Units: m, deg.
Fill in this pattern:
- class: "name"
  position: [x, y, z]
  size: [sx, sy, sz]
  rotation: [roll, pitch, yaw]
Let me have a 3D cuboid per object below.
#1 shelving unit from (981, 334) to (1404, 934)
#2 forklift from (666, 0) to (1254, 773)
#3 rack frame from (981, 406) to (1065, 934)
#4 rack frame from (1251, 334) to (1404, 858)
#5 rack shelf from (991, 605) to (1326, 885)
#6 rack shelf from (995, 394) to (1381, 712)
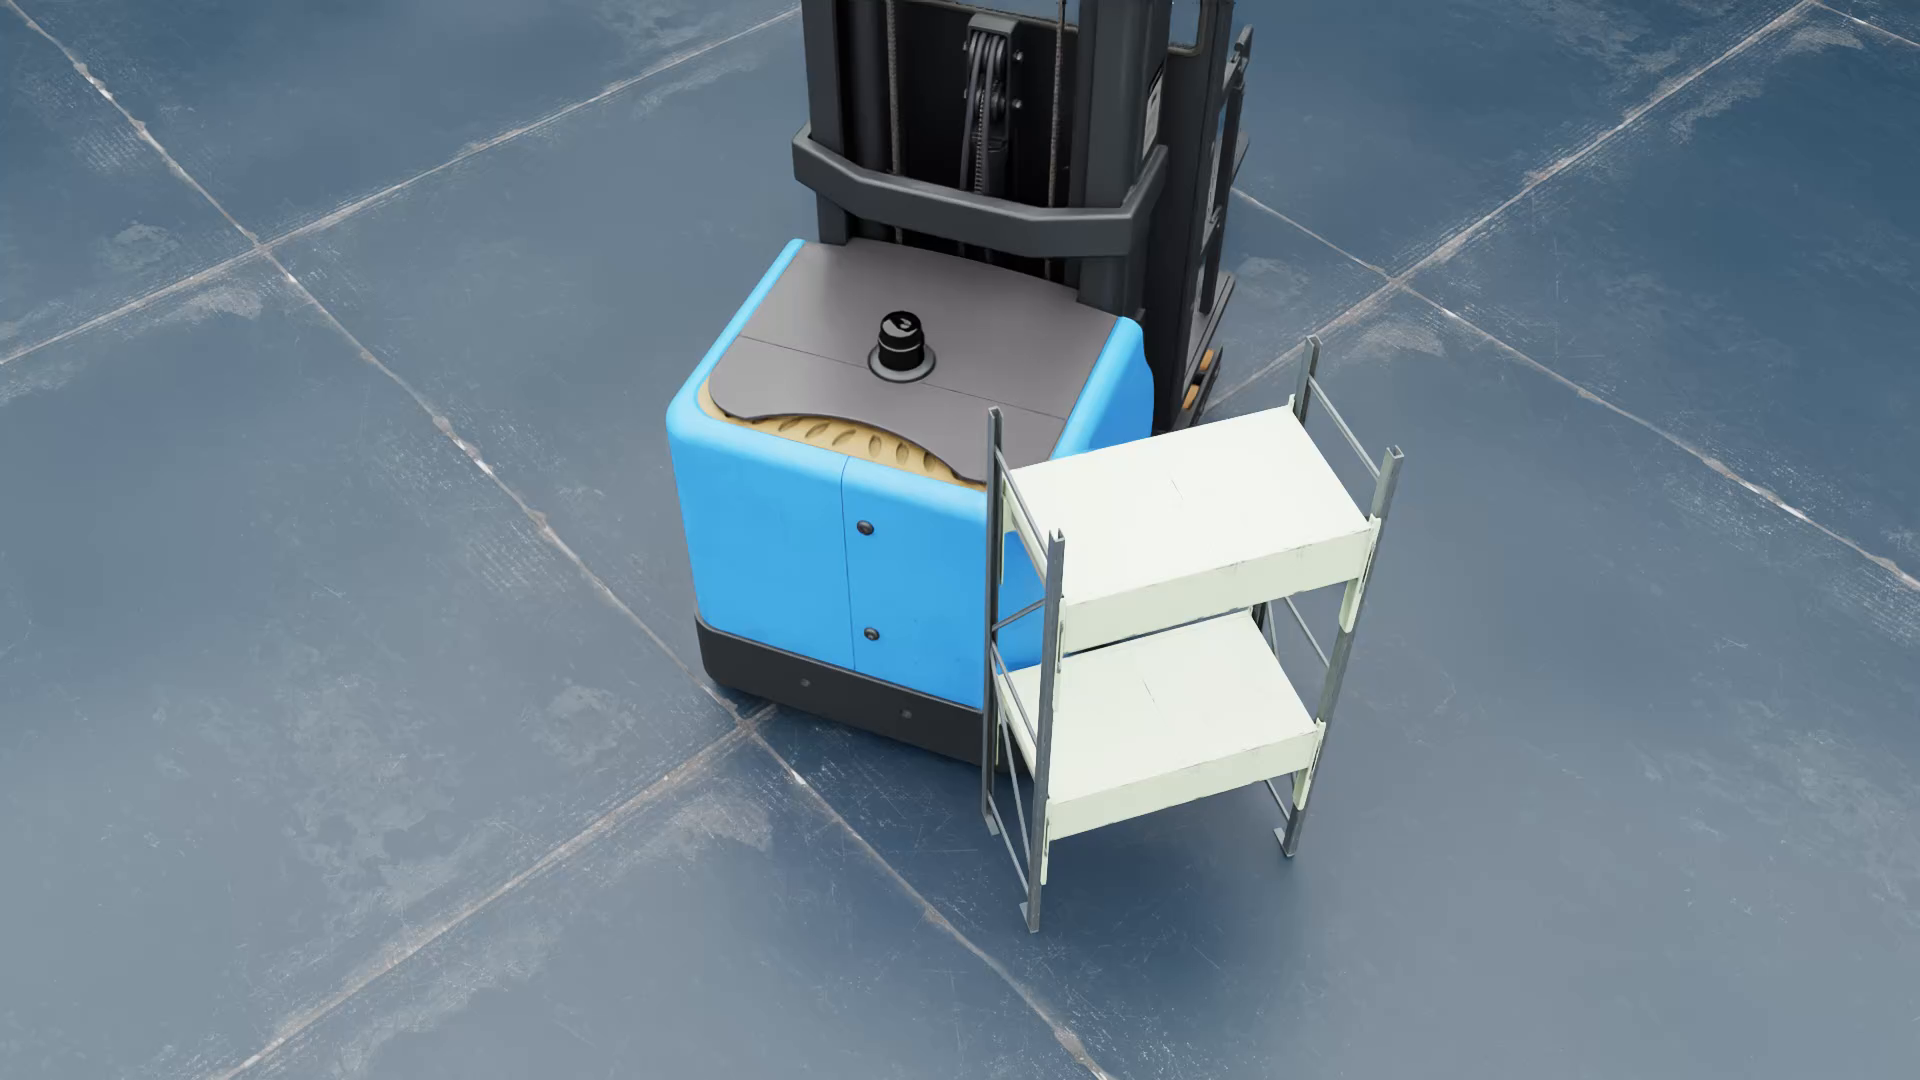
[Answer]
- class: "shelving unit"
  position: [0.479, 0.286, 3.965]
  size: [0.755, 1.500, 0.431]
  rotation: [-14, 49, -12]
- class: "forklift"
  position: [0.254, -1.459, 4.602]
  size: [1.130, 2.935, 3.031]
  rotation: [16, 49, 14]
- class: "rack frame"
  position: [0.131, 0.370, 3.888]
  size: [0.023, 1.500, 0.400]
  rotation: [-14, 49, -12]
- class: "rack frame"
  position: [0.826, 0.202, 4.043]
  size: [0.023, 1.500, 0.400]
  rotation: [-14, 49, -12]
- class: "rack shelf"
  position: [0.479, 0.507, 4.205]
  size: [0.720, 0.370, 0.431]
  rotation: [-14, 49, -12]
- class: "rack shelf"
  position: [0.479, 0.022, 3.679]
  size: [0.720, 0.370, 0.431]
  rotation: [-14, 49, -12]
